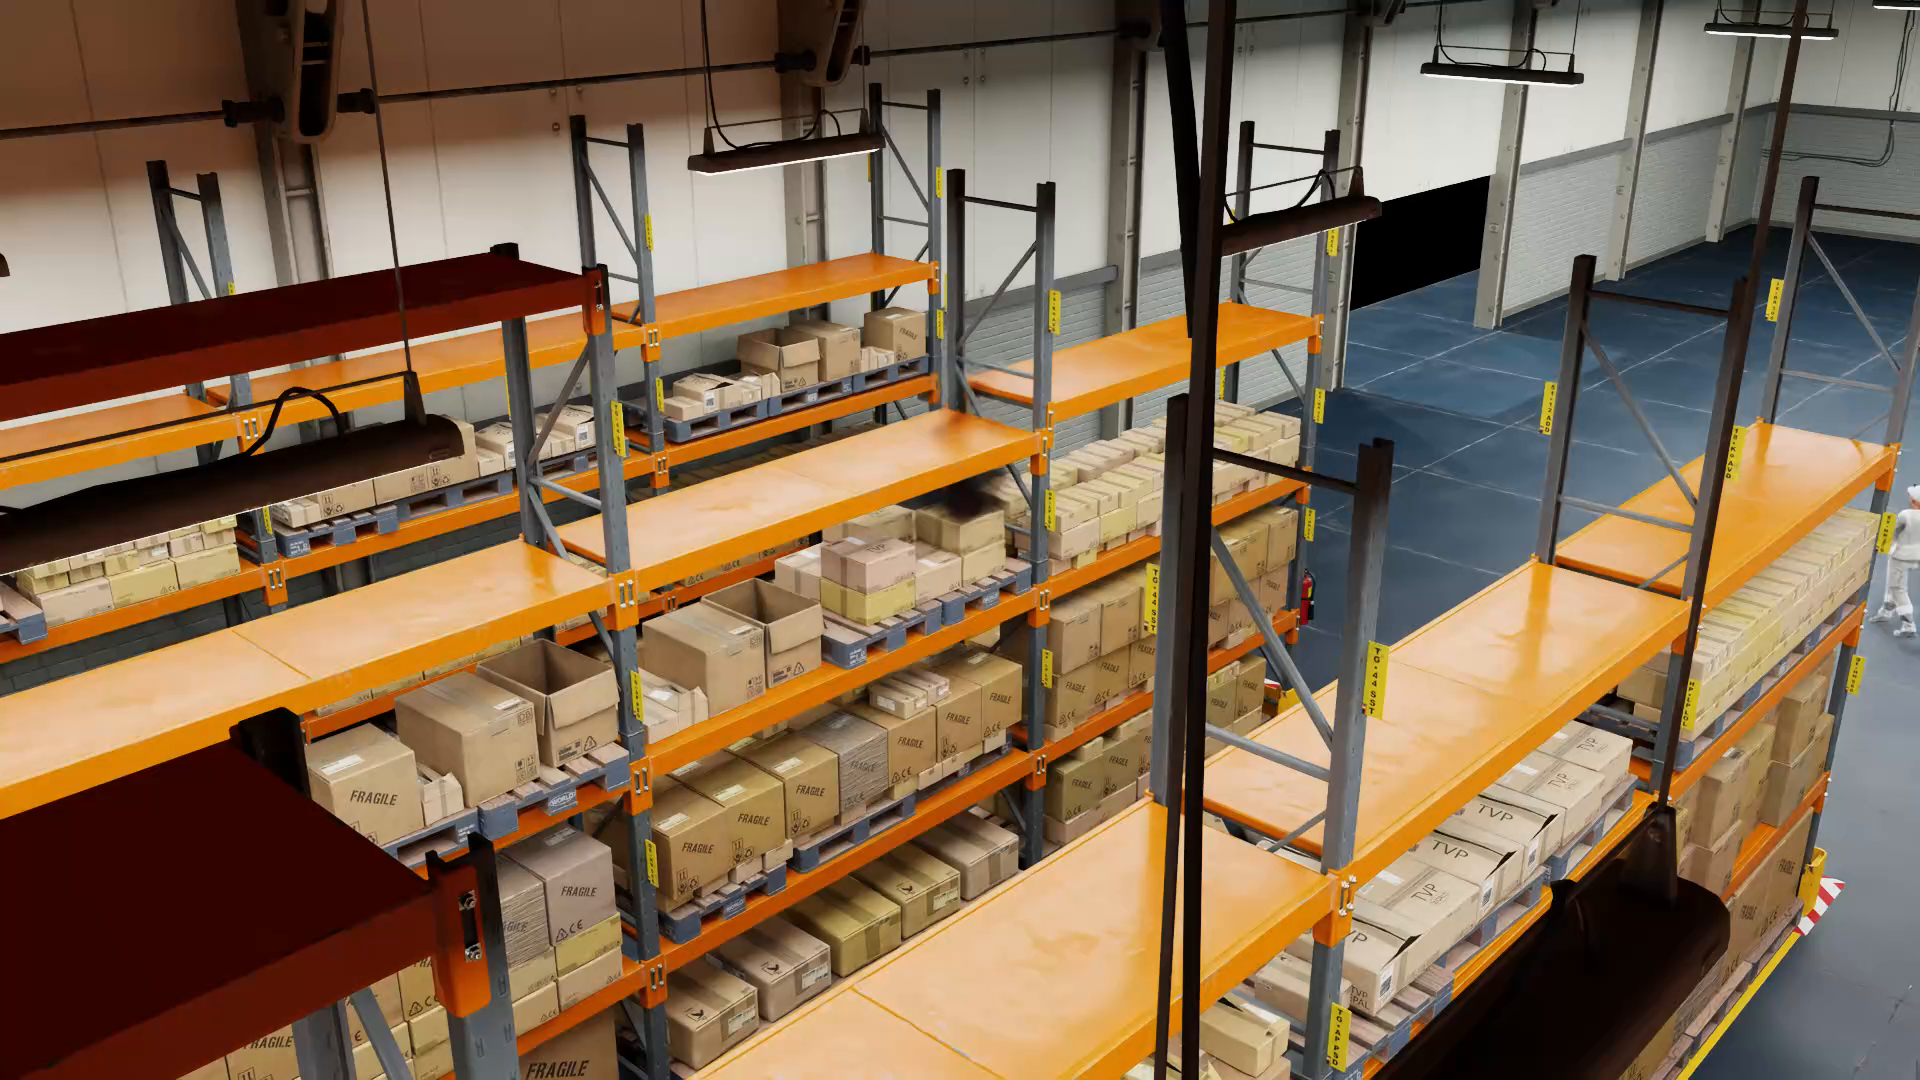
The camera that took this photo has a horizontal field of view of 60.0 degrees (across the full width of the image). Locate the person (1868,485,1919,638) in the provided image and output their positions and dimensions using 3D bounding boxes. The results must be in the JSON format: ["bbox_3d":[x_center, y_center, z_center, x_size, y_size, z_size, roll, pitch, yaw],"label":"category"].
[{"bbox_3d":[10.749,0.246,18.881,0.649,1.838,0.837,-5,22,-13],"label":"person"}]
